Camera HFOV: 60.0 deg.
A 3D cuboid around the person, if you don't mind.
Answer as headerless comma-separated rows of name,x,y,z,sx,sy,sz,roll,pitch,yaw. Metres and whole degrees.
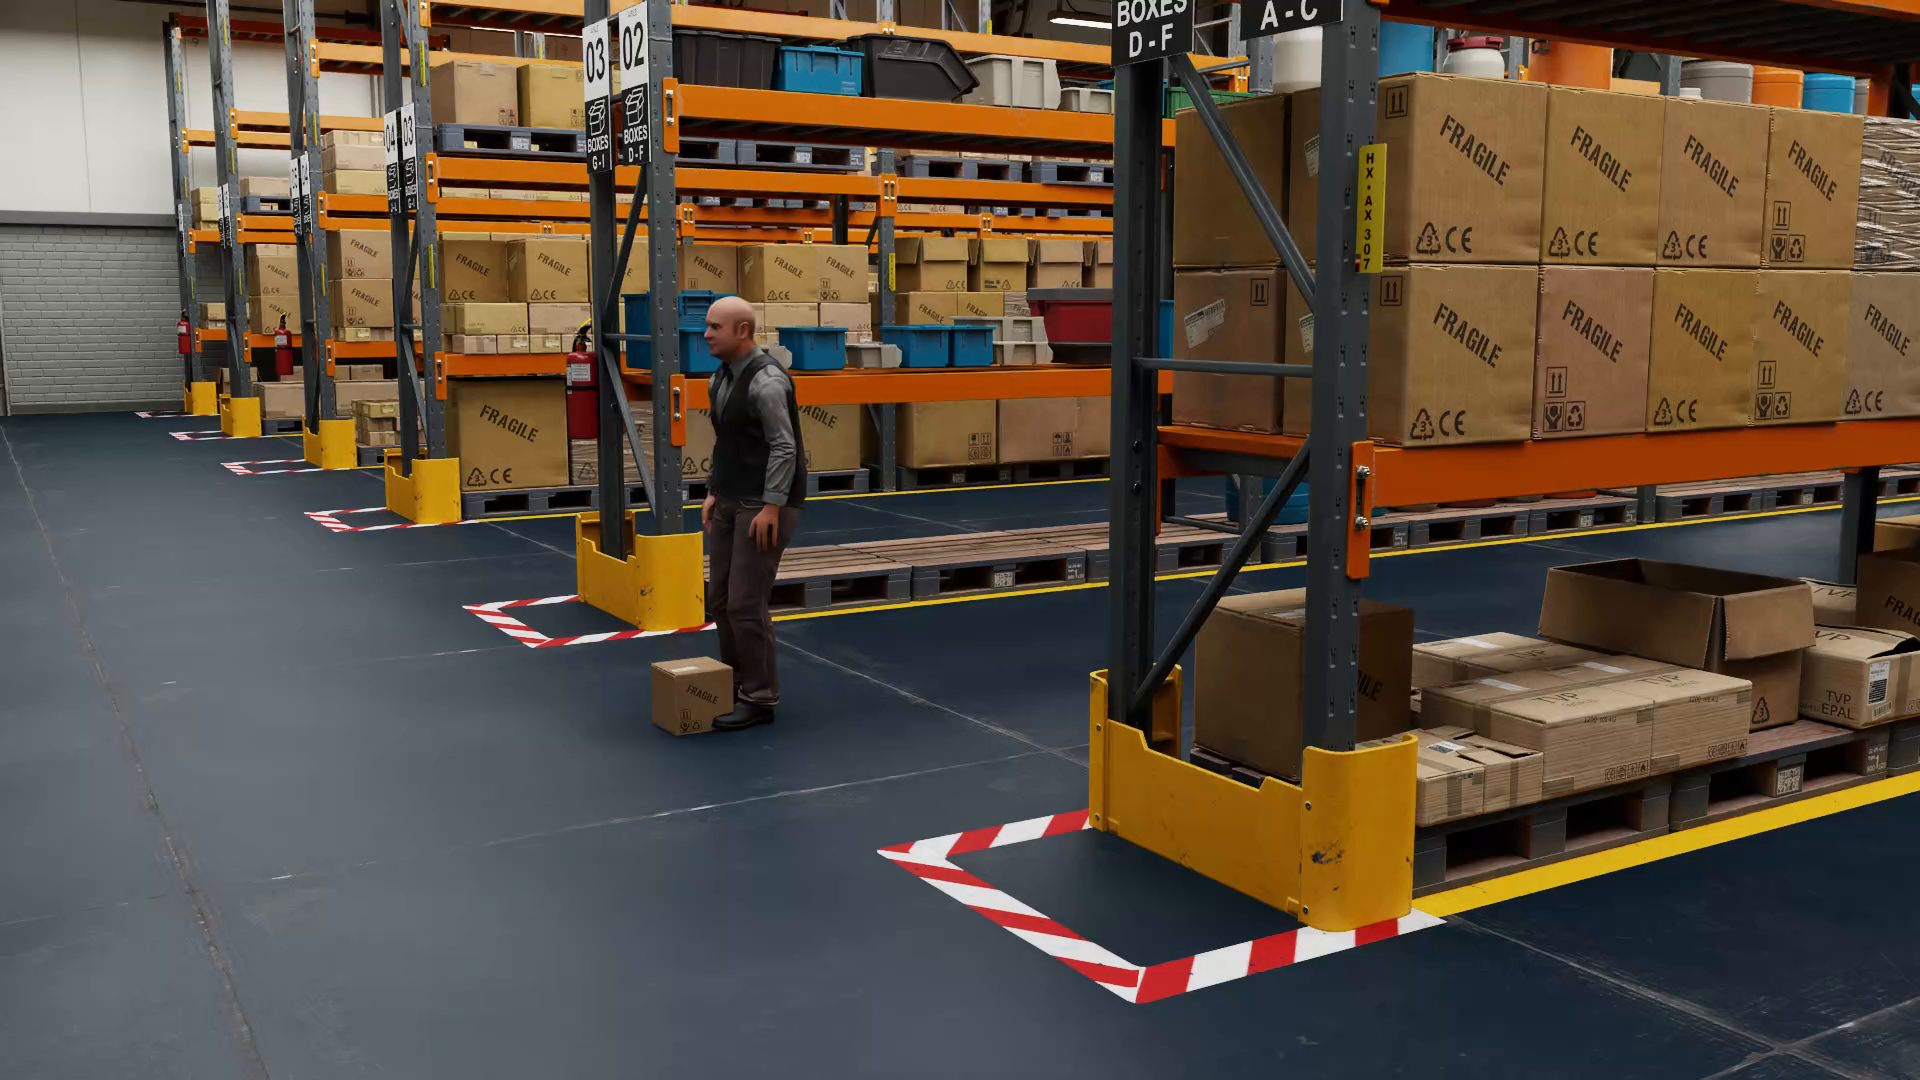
person,-0.865,-0.119,6.744,0.462,1.721,0.588,-5,10,-32
